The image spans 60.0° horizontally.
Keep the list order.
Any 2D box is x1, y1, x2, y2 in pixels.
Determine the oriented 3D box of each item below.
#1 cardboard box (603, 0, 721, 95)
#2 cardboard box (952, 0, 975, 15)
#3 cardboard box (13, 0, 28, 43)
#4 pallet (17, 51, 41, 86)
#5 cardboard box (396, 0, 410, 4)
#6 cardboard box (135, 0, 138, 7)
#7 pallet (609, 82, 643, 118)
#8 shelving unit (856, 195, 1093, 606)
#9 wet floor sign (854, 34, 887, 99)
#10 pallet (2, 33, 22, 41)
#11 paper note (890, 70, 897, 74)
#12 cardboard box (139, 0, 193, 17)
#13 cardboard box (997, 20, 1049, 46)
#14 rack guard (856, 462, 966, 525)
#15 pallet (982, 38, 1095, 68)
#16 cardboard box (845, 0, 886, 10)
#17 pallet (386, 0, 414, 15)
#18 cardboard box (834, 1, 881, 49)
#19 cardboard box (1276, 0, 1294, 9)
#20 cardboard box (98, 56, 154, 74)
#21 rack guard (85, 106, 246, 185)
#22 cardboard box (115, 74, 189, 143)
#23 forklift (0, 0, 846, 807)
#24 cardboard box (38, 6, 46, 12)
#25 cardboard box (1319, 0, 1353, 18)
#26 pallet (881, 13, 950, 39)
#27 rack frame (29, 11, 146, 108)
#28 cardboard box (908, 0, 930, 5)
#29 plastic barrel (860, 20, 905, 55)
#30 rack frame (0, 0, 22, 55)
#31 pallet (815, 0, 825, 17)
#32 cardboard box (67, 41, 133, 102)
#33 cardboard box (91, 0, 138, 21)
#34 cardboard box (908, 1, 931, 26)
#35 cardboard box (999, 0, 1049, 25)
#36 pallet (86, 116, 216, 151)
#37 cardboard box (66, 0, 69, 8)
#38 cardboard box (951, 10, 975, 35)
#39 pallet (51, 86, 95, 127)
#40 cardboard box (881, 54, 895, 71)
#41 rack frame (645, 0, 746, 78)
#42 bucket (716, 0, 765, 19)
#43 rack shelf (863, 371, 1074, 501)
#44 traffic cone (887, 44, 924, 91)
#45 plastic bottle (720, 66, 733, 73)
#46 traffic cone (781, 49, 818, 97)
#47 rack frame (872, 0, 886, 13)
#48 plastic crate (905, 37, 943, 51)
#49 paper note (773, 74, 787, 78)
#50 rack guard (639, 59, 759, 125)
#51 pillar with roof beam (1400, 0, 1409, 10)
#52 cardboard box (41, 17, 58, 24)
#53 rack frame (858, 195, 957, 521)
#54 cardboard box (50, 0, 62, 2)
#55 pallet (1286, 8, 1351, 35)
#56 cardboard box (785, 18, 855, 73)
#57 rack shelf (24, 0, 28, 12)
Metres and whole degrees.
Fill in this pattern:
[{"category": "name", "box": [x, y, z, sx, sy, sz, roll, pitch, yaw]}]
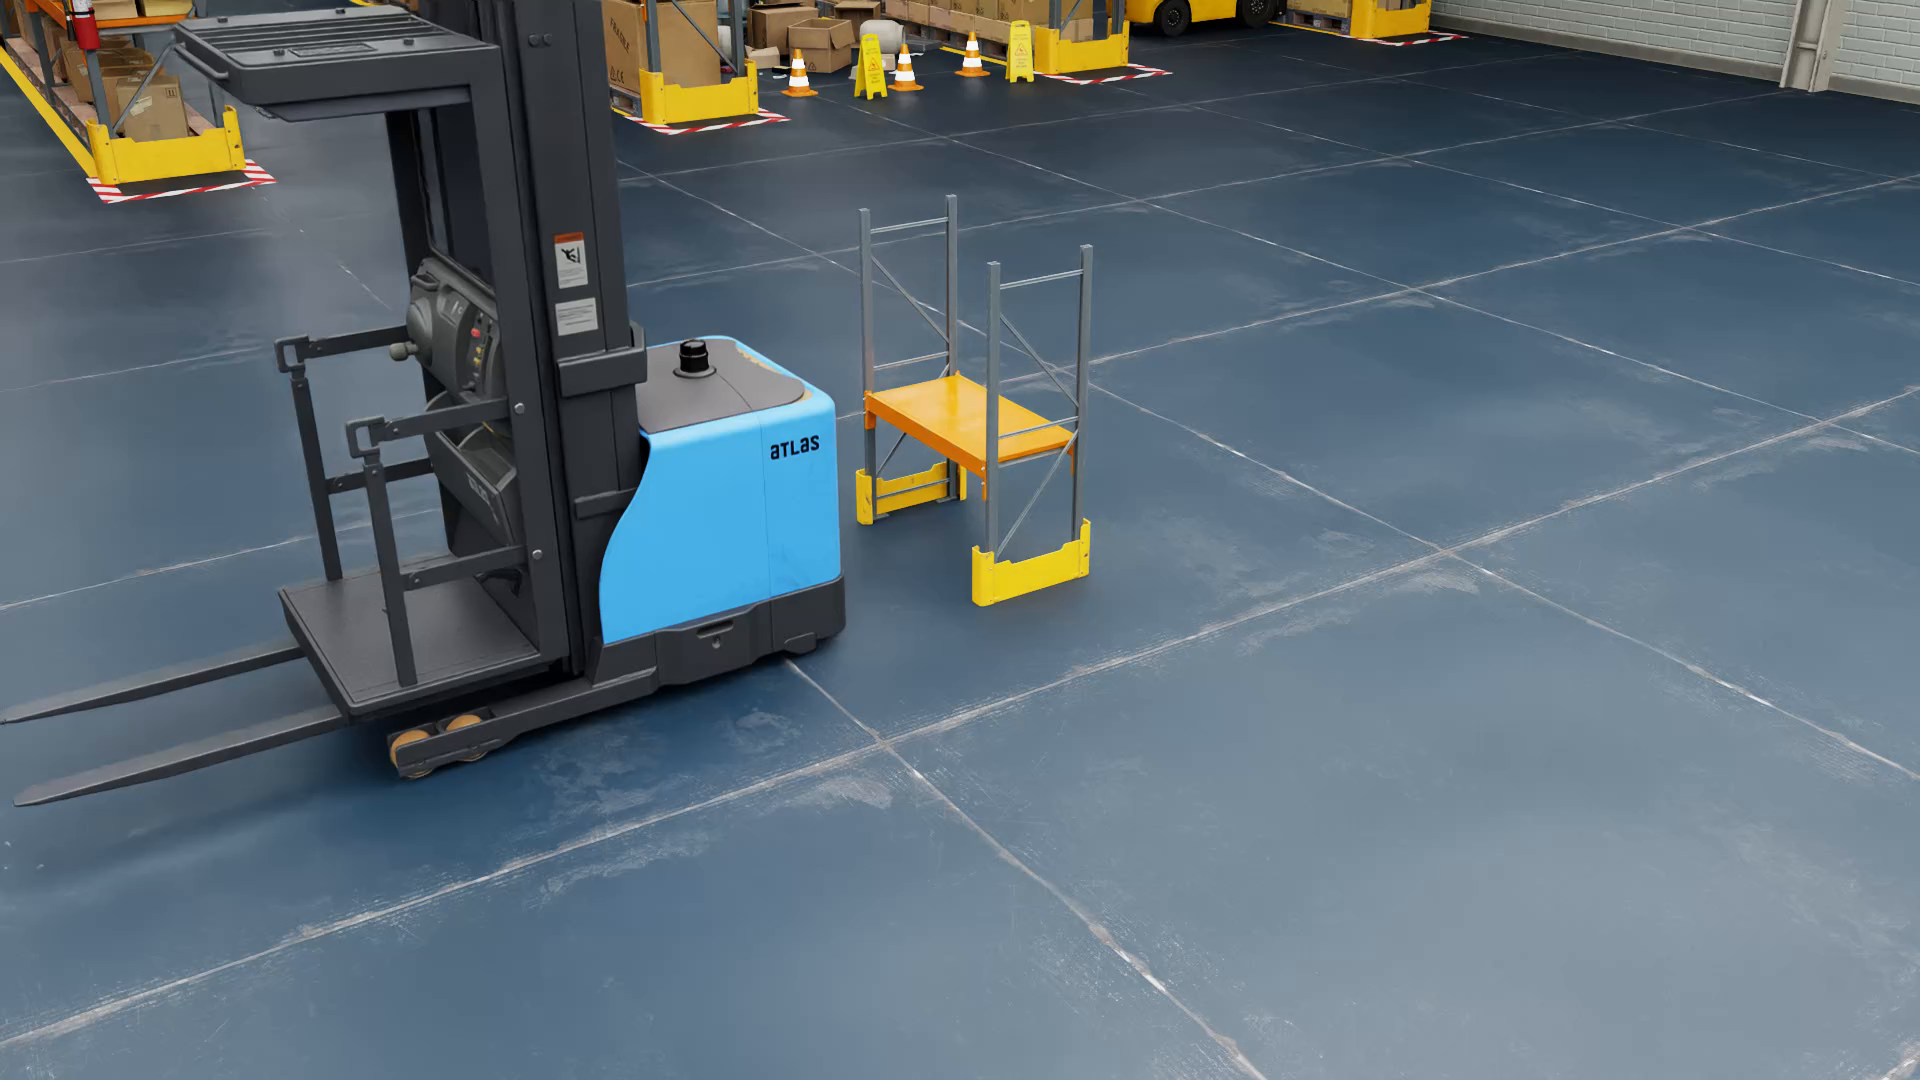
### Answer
[{"category": "cardboard box", "box": [-3.057, -5.116, 17.070, 0.875, 0.875, 0.875, -15, 29, -29]}, {"category": "cardboard box", "box": [0.247, -6.729, 20.340, 0.500, 0.500, 0.500, -16, 30, -31]}, {"category": "cardboard box", "box": [-10.827, -6.235, 19.856, 0.700, 0.500, 0.500, -17, 30, -32]}, {"category": "pallet", "box": [-10.123, -5.424, 18.993, 1.003, 0.211, 1.213, -16, 29, -30]}, {"category": "cardboard box", "box": [-7.577, -7.755, 23.100, 0.500, 0.500, 0.500, -16, 29, -30]}, {"category": "cardboard box", "box": [-7.043, -4.770, 14.636, 0.380, 0.149, 0.250, -16, 29, -30]}, {"category": "pallet", "box": [-3.134, -4.666, 17.387, 1.003, 0.211, 1.213, -16, 29, -30]}, {"category": "shelving unit", "box": [0.042, -0.651, 7.372, 0.587, 1.500, 1.083, -16, 29, -30]}, {"category": "wet floor sign", "box": [-0.957, -5.046, 17.683, 0.267, 0.644, 0.232, -22, 33, -38]}, {"category": "pallet", "box": [-11.577, -6.440, 21.144, 1.003, 0.211, 1.213, -16, 29, -30]}, {"category": "paper note", "box": [-0.723, -5.381, 19.112, 0.142, 0.019, 0.148, 18, 31, 33]}, {"category": "cardboard box", "box": [-6.798, -4.584, 14.240, 0.380, 0.149, 0.250, -16, 29, -30]}, {"category": "cardboard box", "box": [0.781, -6.031, 19.740, 0.500, 0.250, 0.500, -16, 29, -30]}, {"category": "rack guard", "box": [-0.230, -0.264, 8.016, 0.587, 0.250, 0.087, -16, 29, -30]}, {"category": "pallet", "box": [1.005, -5.914, 20.031, 1.003, 0.211, 1.213, -16, 29, -30]}, {"category": "cardboard box", "box": [-1.011, -7.469, 22.643, 0.950, 0.372, 0.625, -15, 29, -29]}, {"category": "pallet", "box": [-7.424, -7.540, 23.474, 1.003, 0.211, 1.213, -16, 29, -30]}, {"category": "cardboard box", "box": [-1.278, -6.450, 20.825, 0.500, 0.500, 0.500, 3, 25, 6]}, {"category": "cardboard box", "box": [4.567, -7.409, 22.661, 0.500, 0.250, 0.500, -15, 29, -29]}, {"category": "cardboard box", "box": [-7.850, -4.261, 15.698, 0.500, 0.500, 0.500, -13, 28, -25]}, {"category": "rack guard", "box": [-6.884, -3.437, 14.444, 1.175, 0.500, 0.348, -16, 29, -30]}, {"category": "cardboard box", "box": [-7.169, -3.827, 14.778, 0.500, 0.500, 0.500, -10, 27, -20]}, {"category": "forklift", "box": [-1.984, -0.732, 5.867, 3.031, 2.935, 1.130, -16, 29, -30]}, {"category": "cardboard box", "box": [-10.198, -5.838, 19.016, 0.700, 0.500, 0.500, -13, 28, -25]}, {"category": "cardboard box", "box": [5.096, -7.048, 21.896, 0.500, 0.250, 0.500, -15, 29, -29]}, {"category": "pallet", "box": [-0.327, -6.787, 21.880, 1.003, 0.211, 1.213, -16, 29, -30]}, {"category": "rack frame", "box": [-9.026, -5.970, 16.884, 1.000, 3.000, 0.127, -16, 29, -30]}, {"category": "cardboard box", "box": [-0.325, -7.103, 21.133, 0.500, 0.500, 0.500, -14, 29, -28]}, {"category": "plastic barrel", "box": [-0.936, -6.070, 20.113, 0.512, 0.421, 0.421, 3, 25, 6]}, {"category": "rack frame", "box": [-11.210, -7.401, 19.914, 1.000, 3.000, 0.127, -16, 29, -30]}, {"category": "pallet", "box": [-1.819, -7.734, 23.885, 1.003, 0.211, 1.213, -16, 29, -30]}, {"category": "cardboard box", "box": [-8.522, -4.675, 16.575, 0.500, 0.500, 0.500, -6, 26, -13]}, {"category": "cardboard box", "box": [-7.171, -4.480, 14.021, 0.380, 0.149, 0.250, -16, 29, -30]}, {"category": "cardboard box", "box": [-0.326, -6.764, 21.294, 0.500, 0.250, 0.500, -14, 29, -27]}, {"category": "cardboard box", "box": [0.805, -6.361, 19.561, 0.500, 0.500, 0.500, -15, 29, -29]}, {"category": "pallet", "box": [-7.298, -3.605, 15.139, 1.003, 0.211, 1.213, -16, 29, -30]}, {"category": "cardboard box", "box": [-7.610, -4.740, 14.571, 0.380, 0.149, 0.250, -16, 29, -30]}, {"category": "cardboard box", "box": [0.227, -6.395, 20.512, 0.500, 0.250, 0.500, -17, 30, -31]}, {"category": "pallet", "box": [-8.630, -4.478, 16.987, 1.003, 0.211, 1.213, -16, 29, -30]}, {"category": "cardboard box", "box": [-0.947, -5.558, 19.349, 0.380, 0.149, 0.250, -1, 25, -3]}, {"category": "rack frame", "box": [-2.632, -5.660, 16.225, 1.000, 3.000, 0.127, -16, 29, -30]}, {"category": "bucket", "box": [-2.809, -6.786, 20.665, 0.726, 0.611, 0.620, -6, 16, -12]}, {"category": "rack shelf", "box": [0.047, -0.485, 7.442, 0.538, 0.185, 1.000, -16, 29, -30]}, {"category": "traffic cone", "box": [-0.599, -5.175, 18.170, 0.336, 0.463, 0.334, -16, 29, -30]}, {"category": "plastic bottle", "box": [-2.640, -5.449, 19.221, 0.133, 0.061, 0.283, 18, 31, 33]}, {"category": "traffic cone", "box": [-1.732, -5.033, 17.870, 0.336, 0.463, 0.334, -16, 29, -30]}, {"category": "rack frame", "box": [-0.723, -8.280, 21.776, 1.000, 3.000, 0.127, -16, 29, -30]}, {"category": "plastic crate", "box": [-0.553, -6.207, 20.805, 0.583, 0.080, 0.402, 18, 31, 33]}, {"category": "paper note", "box": [-2.042, -5.258, 18.854, 0.144, 0.017, 0.142, -6, 26, -12]}, {"category": "rack guard", "box": [-2.619, -4.521, 16.740, 1.175, 0.500, 0.348, -16, 29, -30]}, {"category": "pillar with roof beam", "box": [2.385, -10.176, 18.765, 9.100, 9.000, 0.400, -16, 29, -30]}, {"category": "cardboard box", "box": [-9.588, -5.439, 18.170, 0.700, 0.500, 0.500, -16, 29, -30]}, {"category": "rack frame", "box": [-0.231, -0.830, 7.750, 0.500, 1.500, 0.032, -16, 29, -30]}, {"category": "cardboard box", "box": [-8.078, -4.992, 15.105, 0.380, 0.149, 0.250, -16, 29, -30]}, {"category": "pallet", "box": [5.165, -7.010, 22.352, 1.003, 0.211, 1.213, -16, 29, -30]}, {"category": "cardboard box", "box": [-1.620, -5.759, 19.359, 0.637, 0.503, 0.797, 7, 26, 15]}, {"category": "rack shelf", "box": [-10.118, -6.361, 18.553, 1.077, 0.370, 4.000, -16, 29, -30]}]
